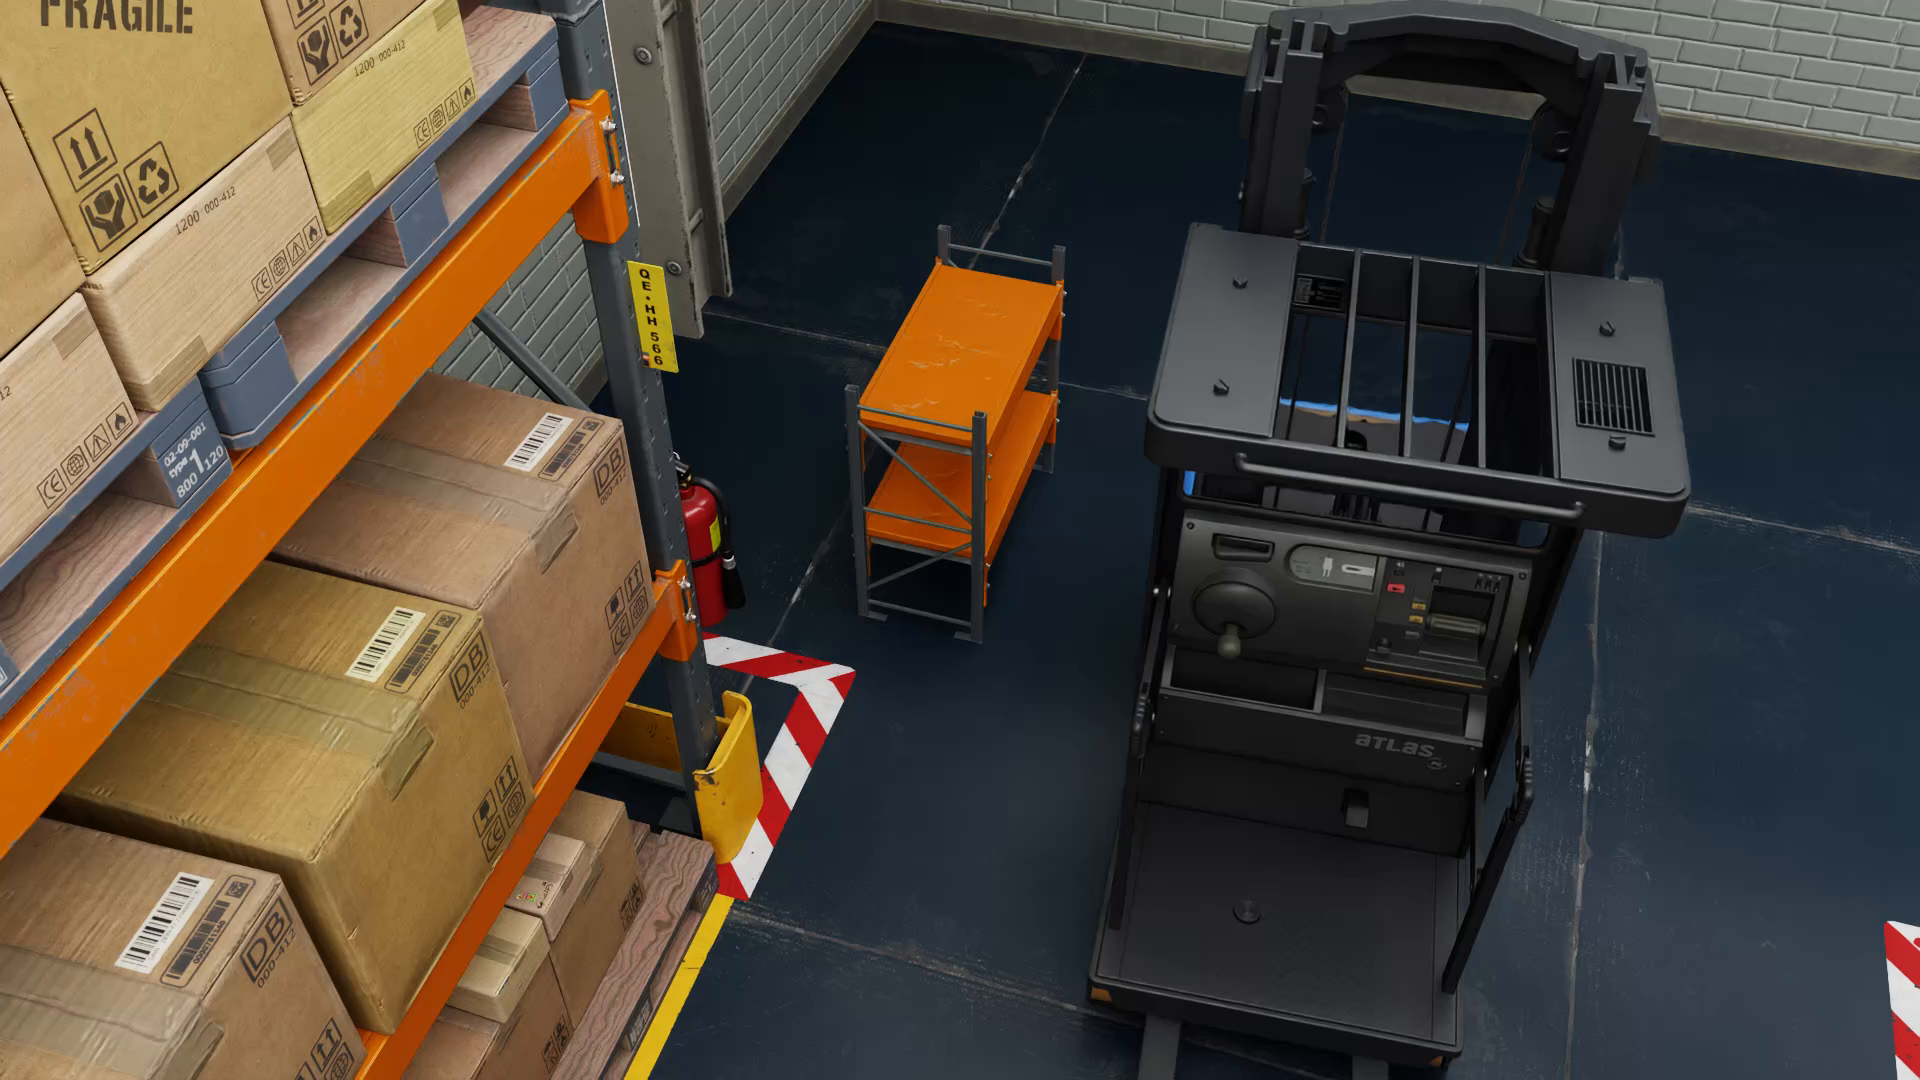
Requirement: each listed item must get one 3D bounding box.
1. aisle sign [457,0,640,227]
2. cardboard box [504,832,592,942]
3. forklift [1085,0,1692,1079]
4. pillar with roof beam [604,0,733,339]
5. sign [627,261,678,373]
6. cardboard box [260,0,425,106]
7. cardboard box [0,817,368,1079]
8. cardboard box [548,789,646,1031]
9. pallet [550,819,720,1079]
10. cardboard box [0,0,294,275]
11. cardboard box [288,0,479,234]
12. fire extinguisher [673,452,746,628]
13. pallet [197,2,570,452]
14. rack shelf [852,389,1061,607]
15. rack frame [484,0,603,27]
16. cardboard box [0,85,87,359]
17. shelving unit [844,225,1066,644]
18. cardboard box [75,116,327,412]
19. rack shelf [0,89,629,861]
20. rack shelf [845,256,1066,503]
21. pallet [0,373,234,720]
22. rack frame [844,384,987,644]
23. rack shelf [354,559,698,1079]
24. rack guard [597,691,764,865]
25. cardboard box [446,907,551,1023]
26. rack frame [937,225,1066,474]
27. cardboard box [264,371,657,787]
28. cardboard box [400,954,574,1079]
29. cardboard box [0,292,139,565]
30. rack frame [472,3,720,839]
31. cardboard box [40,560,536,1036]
[{"bbox_3d":[-0.979,-1.097,3.868,0.394,0.787,0.004,13,46,13],"label":"aisle sign"},{"bbox_3d":[-1.268,0.940,4.668,0.380,0.149,0.250,12,46,12],"label":"cardboard box"},{"bbox_3d":[1.011,0.265,4.384,1.130,2.935,3.031,9,45,9],"label":"forklift"},{"bbox_3d":[2.810,-3.399,3.789,9.100,9.000,0.400,13,46,13],"label":"pillar with roof beam"},{"bbox_3d":[-0.773,-0.558,4.178,0.100,0.325,0.005,13,46,13],"label":"sign"},{"bbox_3d":[-1.248,-1.110,2.794,0.500,0.500,0.500,12,46,12],"label":"cardboard box"},{"bbox_3d":[-1.880,1.045,3.323,0.980,0.700,0.700,10,45,11],"label":"cardboard box"},{"bbox_3d":[-1.403,1.048,5.022,0.700,0.500,0.500,13,46,13],"label":"cardboard box"},{"bbox_3d":[-1.454,1.363,5.206,1.003,0.211,1.213,13,46,13],"label":"pallet"},{"bbox_3d":[-1.410,-0.779,2.456,0.500,0.500,0.500,14,46,14],"label":"cardboard box"},{"bbox_3d":[-1.255,-0.843,3.058,0.500,0.250,0.500,14,46,14],"label":"cardboard box"},{"bbox_3d":[-0.801,-0.025,4.953,0.296,0.674,0.183,13,46,13],"label":"fire extinguisher"},{"bbox_3d":[-1.501,-0.727,3.267,1.003,0.211,1.213,13,46,13],"label":"pallet"},{"bbox_3d":[0.002,-0.232,6.532,0.538,0.278,1.000,13,46,13],"label":"rack shelf"},{"bbox_3d":[-1.286,-2.328,2.695,1.000,3.000,0.127,13,46,13],"label":"rack frame"},{"bbox_3d":[-1.560,-0.429,2.099,0.500,0.500,0.500,11,45,11],"label":"cardboard box"},{"bbox_3d":[0.002,-0.407,6.361,0.538,1.125,1.048,13,46,13],"label":"shelving unit"},{"bbox_3d":[-1.412,-0.496,2.703,0.500,0.250,0.500,11,45,11],"label":"cardboard box"},{"bbox_3d":[-1.892,0.335,2.633,1.077,0.370,4.000,13,46,13],"label":"rack shelf"},{"bbox_3d":[0.002,-0.616,6.156,0.538,0.278,1.000,13,46,13],"label":"rack shelf"},{"bbox_3d":[-1.869,0.089,2.433,1.003,0.211,1.213,13,46,13],"label":"pallet"},{"bbox_3d":[-0.152,-0.068,6.015,0.500,1.125,0.032,13,46,13],"label":"rack frame"},{"bbox_3d":[-1.892,1.407,3.682,1.077,0.370,4.000,13,46,13],"label":"rack shelf"},{"bbox_3d":[-1.279,0.694,5.683,1.175,0.500,0.348,13,46,13],"label":"rack guard"},{"bbox_3d":[-1.345,1.111,4.494,0.380,0.149,0.250,14,46,14],"label":"cardboard box"},{"bbox_3d":[0.156,-0.745,6.707,0.500,1.125,0.032,13,46,13],"label":"rack frame"},{"bbox_3d":[-1.431,0.051,4.338,0.980,0.700,0.700,14,46,14],"label":"cardboard box"},{"bbox_3d":[-1.554,1.381,4.681,0.700,0.500,0.500,12,46,12],"label":"cardboard box"},{"bbox_3d":[-1.565,-0.148,2.348,0.500,0.250,0.500,11,45,11],"label":"cardboard box"},{"bbox_3d":[-1.286,-0.183,4.793,1.000,3.000,0.127,13,46,13],"label":"rack frame"},{"bbox_3d":[-1.641,0.539,3.840,0.980,0.700,0.700,12,46,12],"label":"cardboard box"}]
